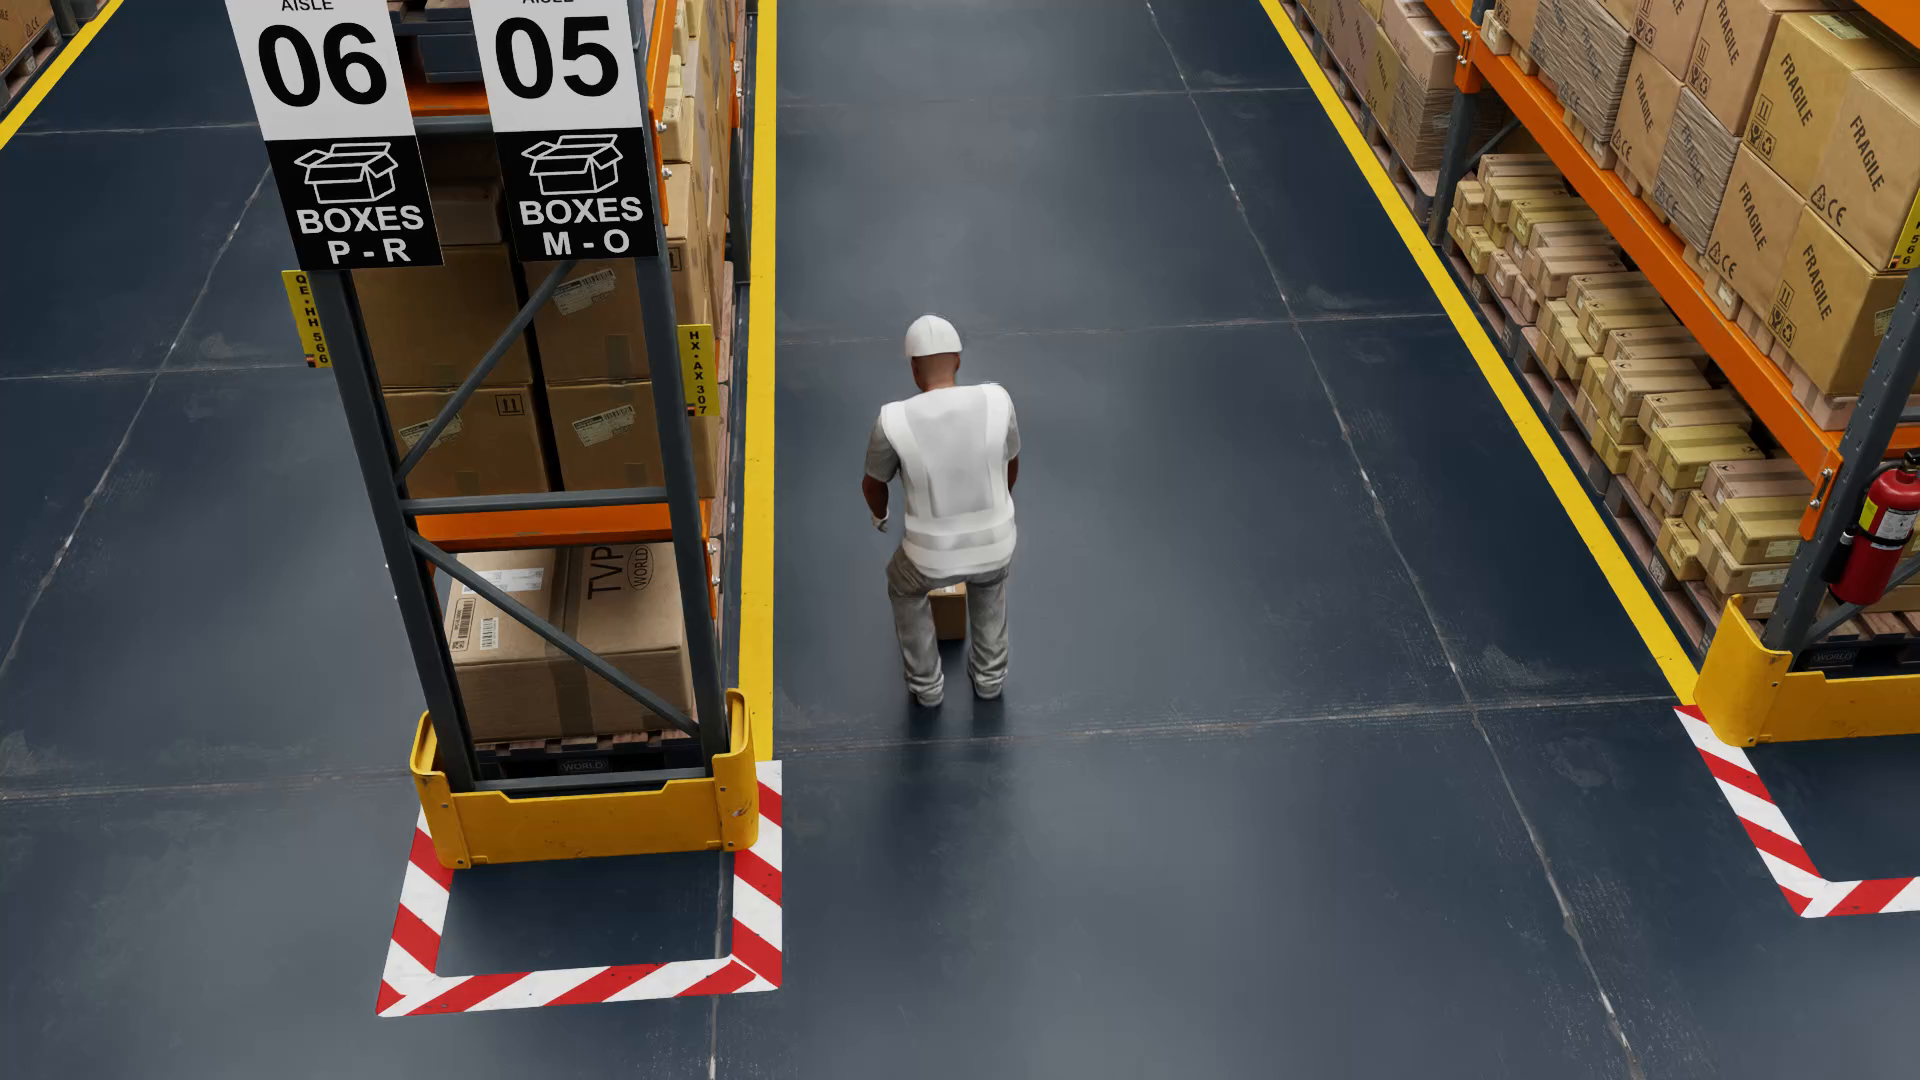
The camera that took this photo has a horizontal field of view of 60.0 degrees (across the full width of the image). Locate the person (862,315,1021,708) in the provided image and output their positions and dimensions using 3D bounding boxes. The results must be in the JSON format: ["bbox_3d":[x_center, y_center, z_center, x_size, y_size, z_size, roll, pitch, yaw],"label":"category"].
[{"bbox_3d":[-0.064,-0.052,6.332,0.598,1.624,0.605,-7,39,-9],"label":"person"}]
